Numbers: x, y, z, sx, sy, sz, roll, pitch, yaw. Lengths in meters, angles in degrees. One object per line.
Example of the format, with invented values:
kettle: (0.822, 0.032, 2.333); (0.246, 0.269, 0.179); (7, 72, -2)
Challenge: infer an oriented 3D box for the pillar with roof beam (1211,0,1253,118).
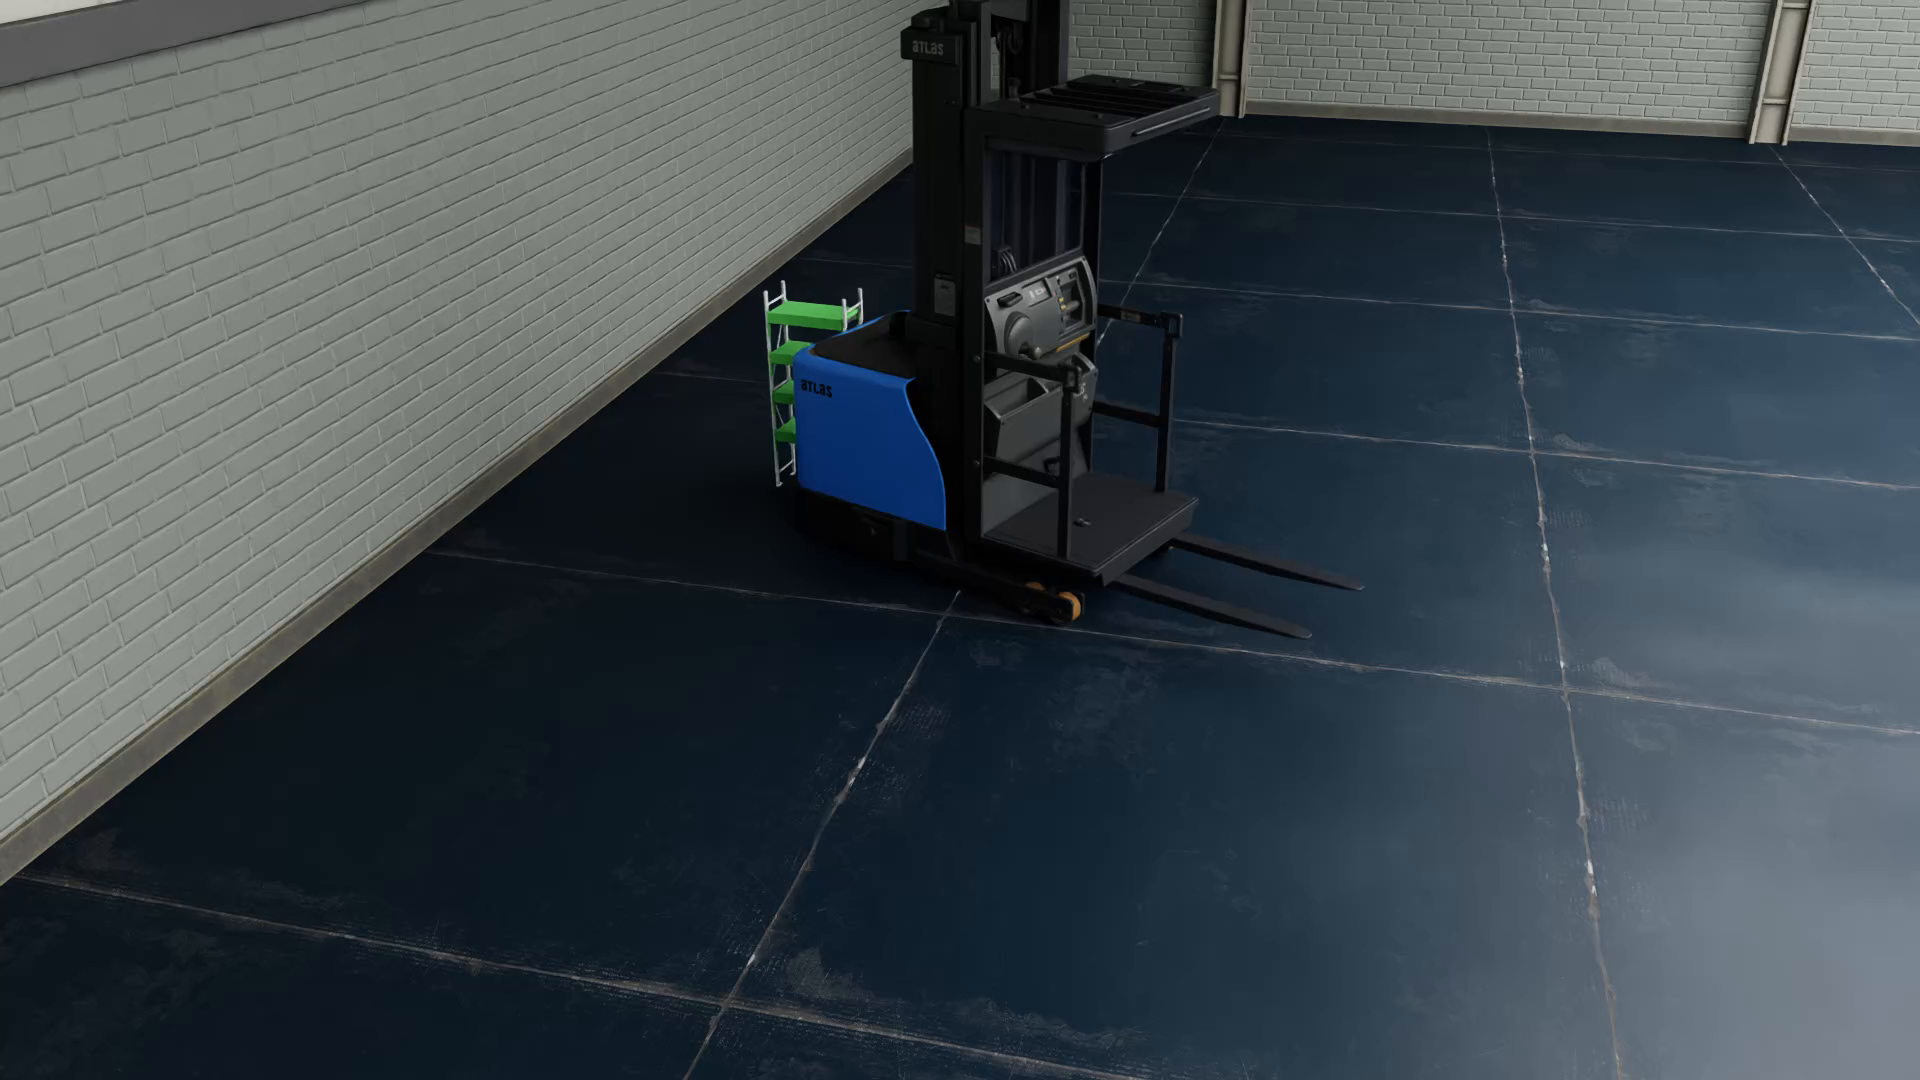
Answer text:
pillar with roof beam: (2.140, -7.379, 14.280); (0.400, 9.000, 9.100); (6, 26, 13)

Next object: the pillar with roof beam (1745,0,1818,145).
pillar with roof beam: (7.950, -6.736, 12.931); (0.400, 9.000, 9.100); (6, 26, 13)

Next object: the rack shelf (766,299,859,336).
rack shelf: (-0.833, -1.252, 9.506); (0.480, 0.148, 0.258); (8, 27, 19)

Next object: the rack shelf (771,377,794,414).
rack shelf: (-0.826, -0.817, 9.709); (0.480, 0.148, 0.258); (8, 27, 19)

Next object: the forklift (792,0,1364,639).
forklift: (0.584, -1.156, 8.268); (3.031, 2.935, 1.130); (17, 30, 32)

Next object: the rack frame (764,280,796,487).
rack frame: (-1.054, -0.909, 9.763); (0.015, 1.200, 0.240); (8, 27, 19)

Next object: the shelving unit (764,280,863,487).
shelving unit: (-0.827, -0.875, 9.682); (0.503, 1.200, 0.258); (8, 27, 19)

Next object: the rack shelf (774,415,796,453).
rack shelf: (-0.822, -0.600, 9.811); (0.480, 0.148, 0.258); (8, 27, 19)

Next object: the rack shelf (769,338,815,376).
rack shelf: (-0.829, -1.035, 9.608); (0.480, 0.148, 0.258); (8, 27, 19)

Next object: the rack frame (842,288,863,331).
rack frame: (-0.599, -0.841, 9.601); (0.015, 1.200, 0.240); (8, 27, 19)
